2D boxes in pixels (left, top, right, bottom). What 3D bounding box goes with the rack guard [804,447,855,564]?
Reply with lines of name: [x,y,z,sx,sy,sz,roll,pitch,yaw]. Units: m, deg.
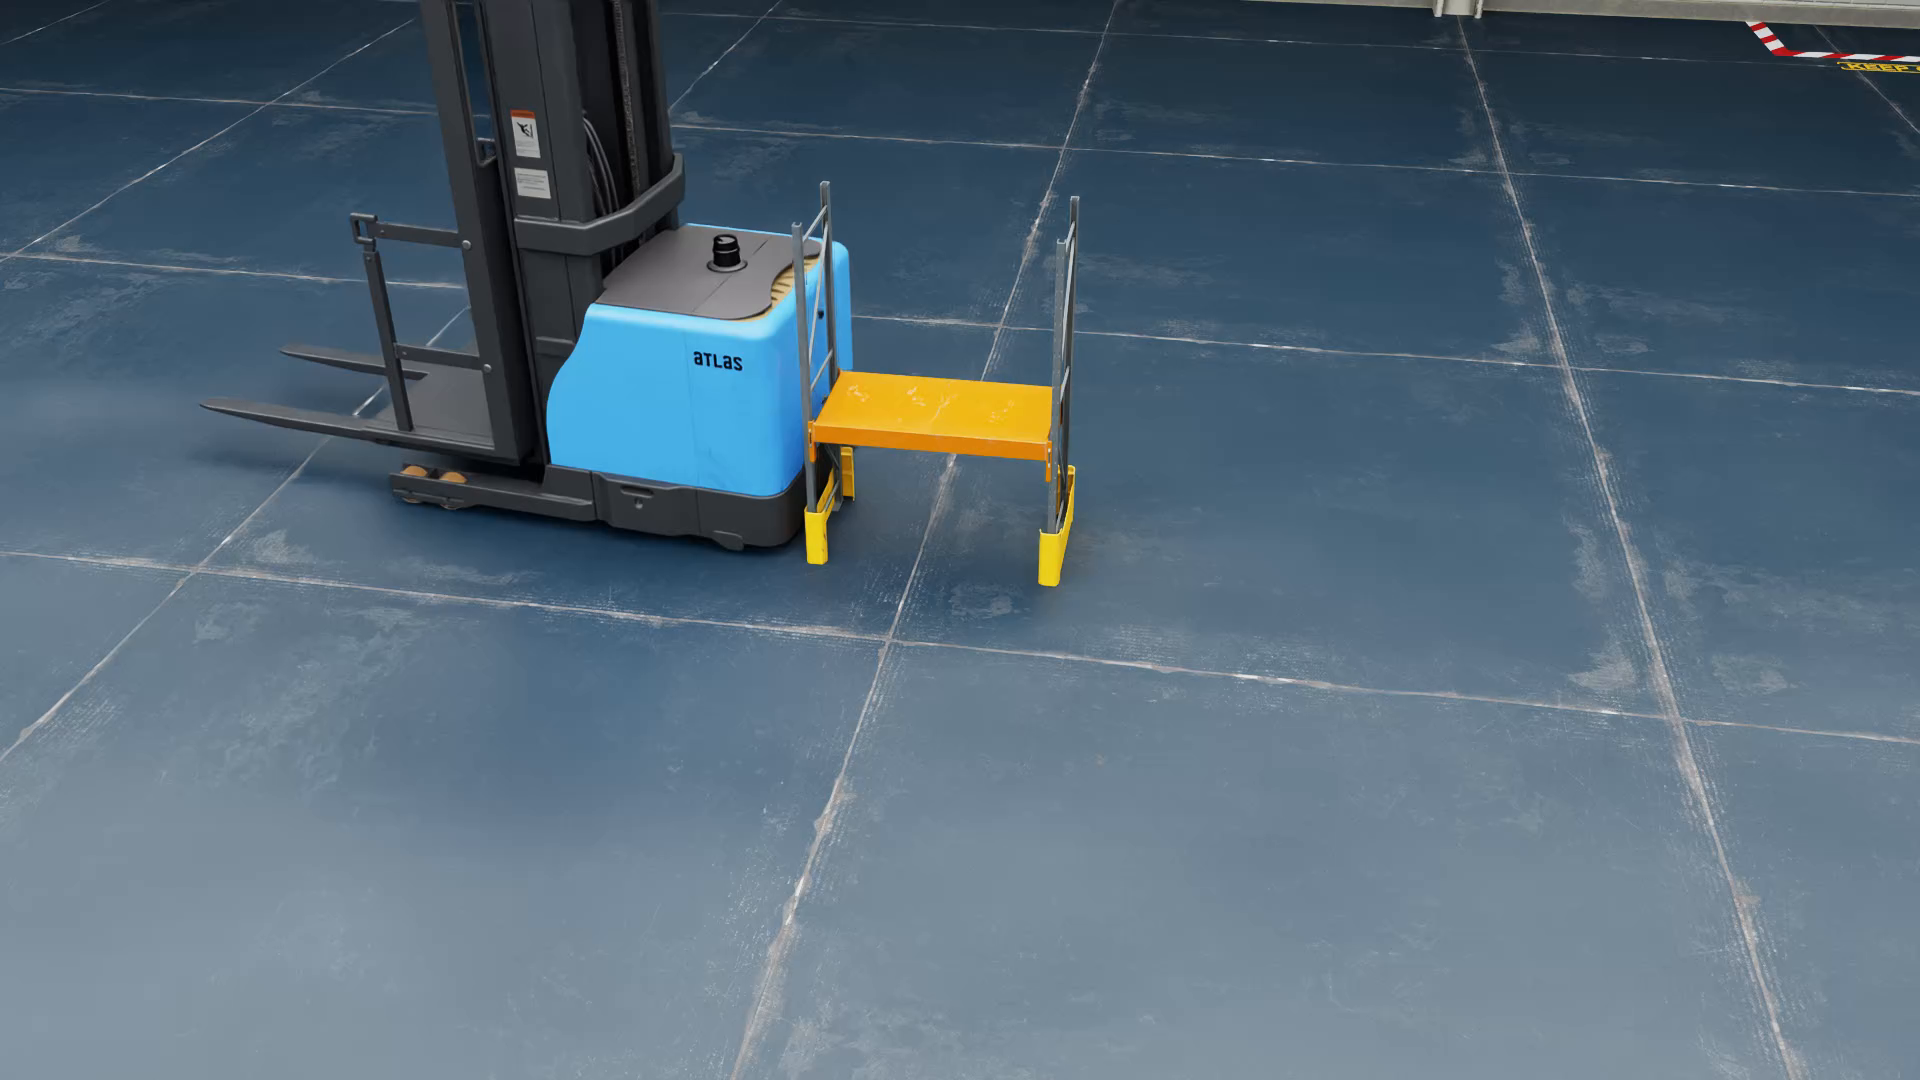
rack guard: [-0.566,-0.157,7.266,0.087,0.250,0.587,5,32,8]

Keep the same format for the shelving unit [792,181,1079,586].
shelving unit: [-0.075,-0.643,6.863,1.083,1.500,0.587,5,32,8]

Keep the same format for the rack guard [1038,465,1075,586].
rack guard: [0.416,-0.068,7.124,0.087,0.250,0.587,5,32,8]

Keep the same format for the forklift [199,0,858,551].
forklift: [-2.052,-1.635,7.100,3.031,2.935,1.130,9,33,14]

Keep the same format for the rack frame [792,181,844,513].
rack frame: [-0.585,-0.689,6.937,0.032,1.500,0.500,5,32,8]

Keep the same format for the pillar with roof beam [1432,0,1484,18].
pillar with roof beam: [3.663,-6.223,8.710,0.400,9.000,9.100,5,32,8]

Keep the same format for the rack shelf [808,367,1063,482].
rack shelf: [-0.084,-0.491,6.960,1.000,0.185,0.538,5,32,8]

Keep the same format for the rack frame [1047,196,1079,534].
rack frame: [0.417,-0.598,6.792,0.032,1.500,0.500,5,32,8]
